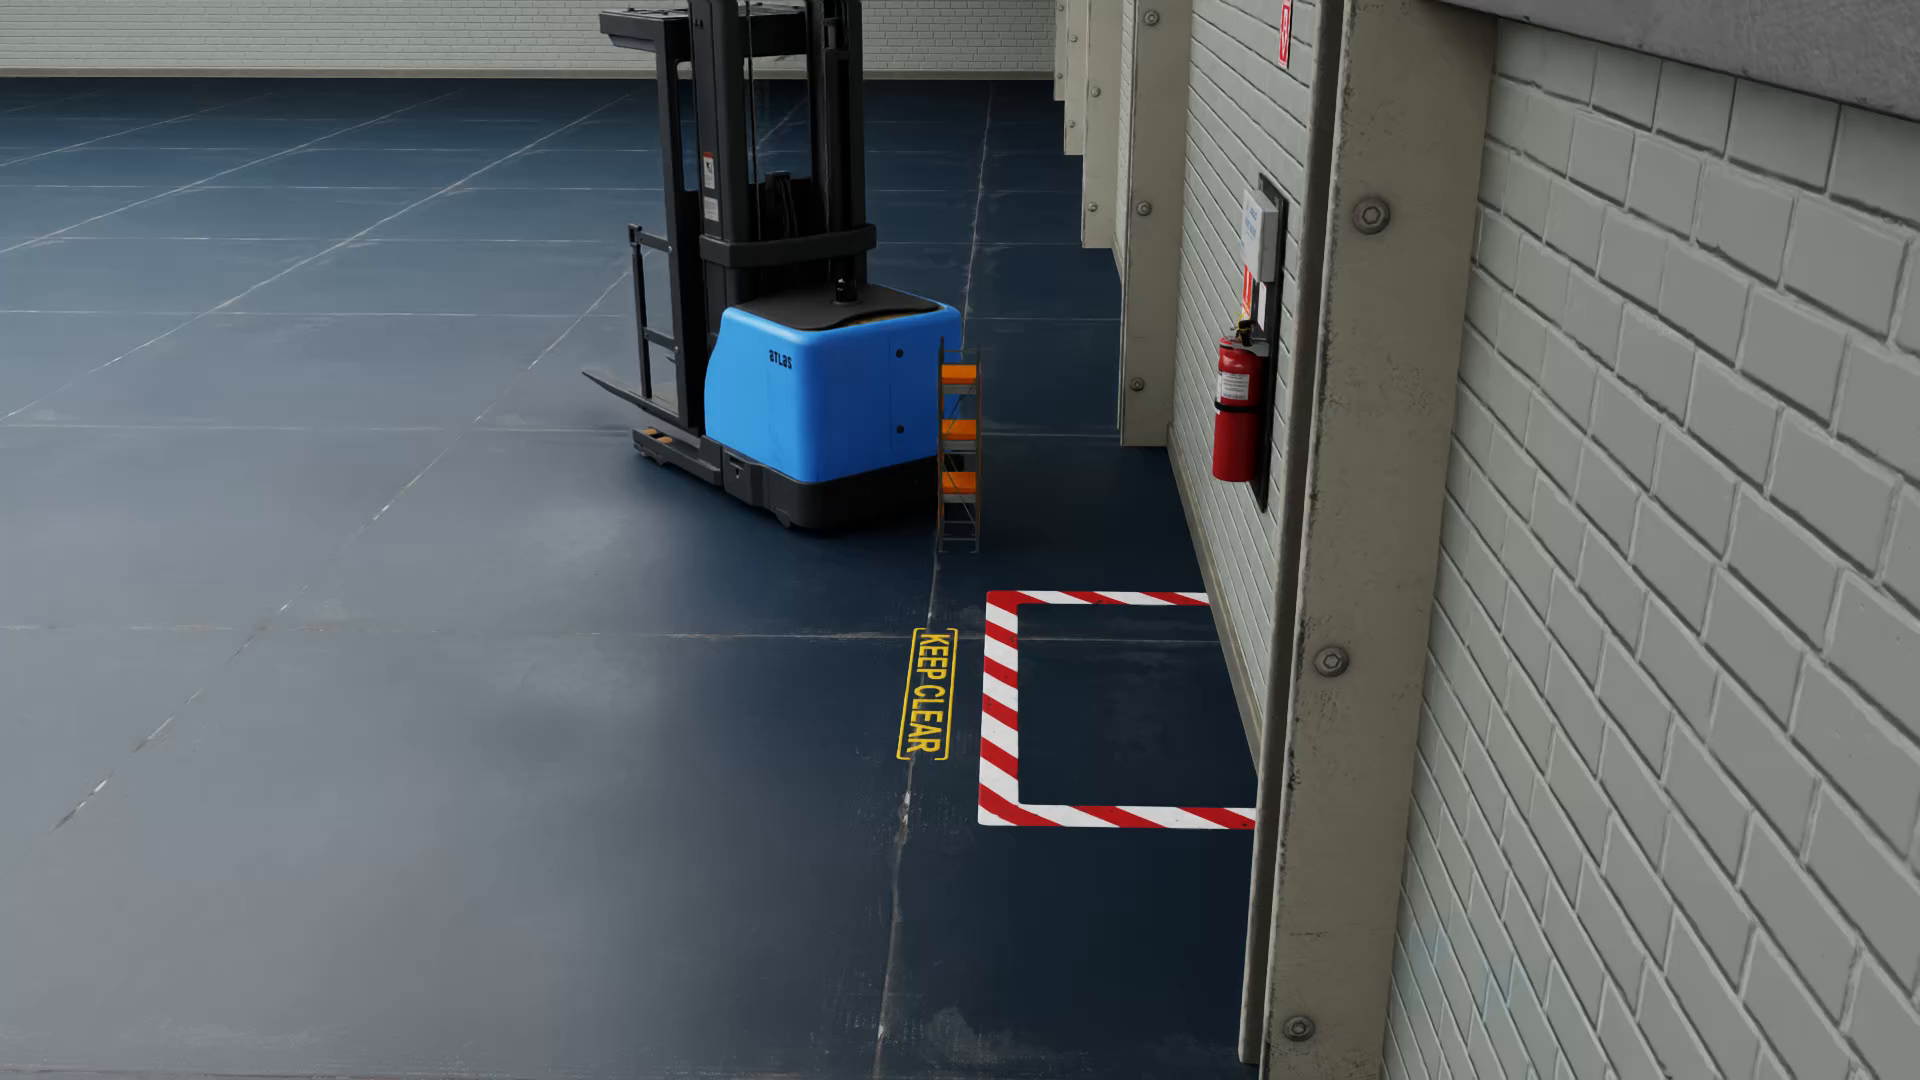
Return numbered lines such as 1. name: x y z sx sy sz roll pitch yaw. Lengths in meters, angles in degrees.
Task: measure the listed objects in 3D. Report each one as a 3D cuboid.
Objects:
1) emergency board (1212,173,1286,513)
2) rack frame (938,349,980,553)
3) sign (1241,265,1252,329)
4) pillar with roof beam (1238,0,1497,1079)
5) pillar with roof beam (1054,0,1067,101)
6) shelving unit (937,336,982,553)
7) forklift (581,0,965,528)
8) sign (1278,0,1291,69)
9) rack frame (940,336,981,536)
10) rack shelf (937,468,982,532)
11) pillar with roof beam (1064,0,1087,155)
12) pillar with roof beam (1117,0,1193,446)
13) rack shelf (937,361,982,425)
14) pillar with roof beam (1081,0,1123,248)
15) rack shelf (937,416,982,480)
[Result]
1. emergency board: 1.058 -0.758 6.335 0.194 1.169 0.643 1 21 2
2. rack frame: -0.005 -0.426 8.175 0.200 1.050 0.008 1 21 2
3. sign: 1.178 -0.973 6.841 0.001 0.329 0.234 1 21 2
4. pillar with roof beam: -3.358 -2.709 3.070 9.100 9.000 0.400 1 21 2
5. pillar with roof beam: -2.628 -11.386 25.435 9.100 9.000 0.400 1 21 2
6. shelving unit: -0.002 -0.470 8.289 0.215 1.050 0.252 1 21 2
7. forklift: -1.266 -1.894 9.359 1.130 2.935 3.031 -15 26 -34
8. sign: 1.158 -1.840 5.921 0.001 0.298 0.199 1 21 2
9. rack frame: 0.002 -0.514 8.403 0.200 1.050 0.008 1 21 2
10. rack shelf: -0.002 -0.201 8.394 0.215 0.259 0.240 1 21 2
11. pillar with roof beam: -2.810 -9.217 19.844 9.100 9.000 0.400 1 21 2
12. pillar with roof beam: -3.175 -4.878 8.661 9.100 9.000 0.400 1 21 2
13. rack shelf: -0.002 -0.725 8.190 0.215 0.259 0.240 1 21 2
14. pillar with roof beam: -2.993 -7.048 14.253 9.100 9.000 0.400 1 21 2
15. rack shelf: -0.002 -0.460 8.293 0.215 0.259 0.240 1 21 2
